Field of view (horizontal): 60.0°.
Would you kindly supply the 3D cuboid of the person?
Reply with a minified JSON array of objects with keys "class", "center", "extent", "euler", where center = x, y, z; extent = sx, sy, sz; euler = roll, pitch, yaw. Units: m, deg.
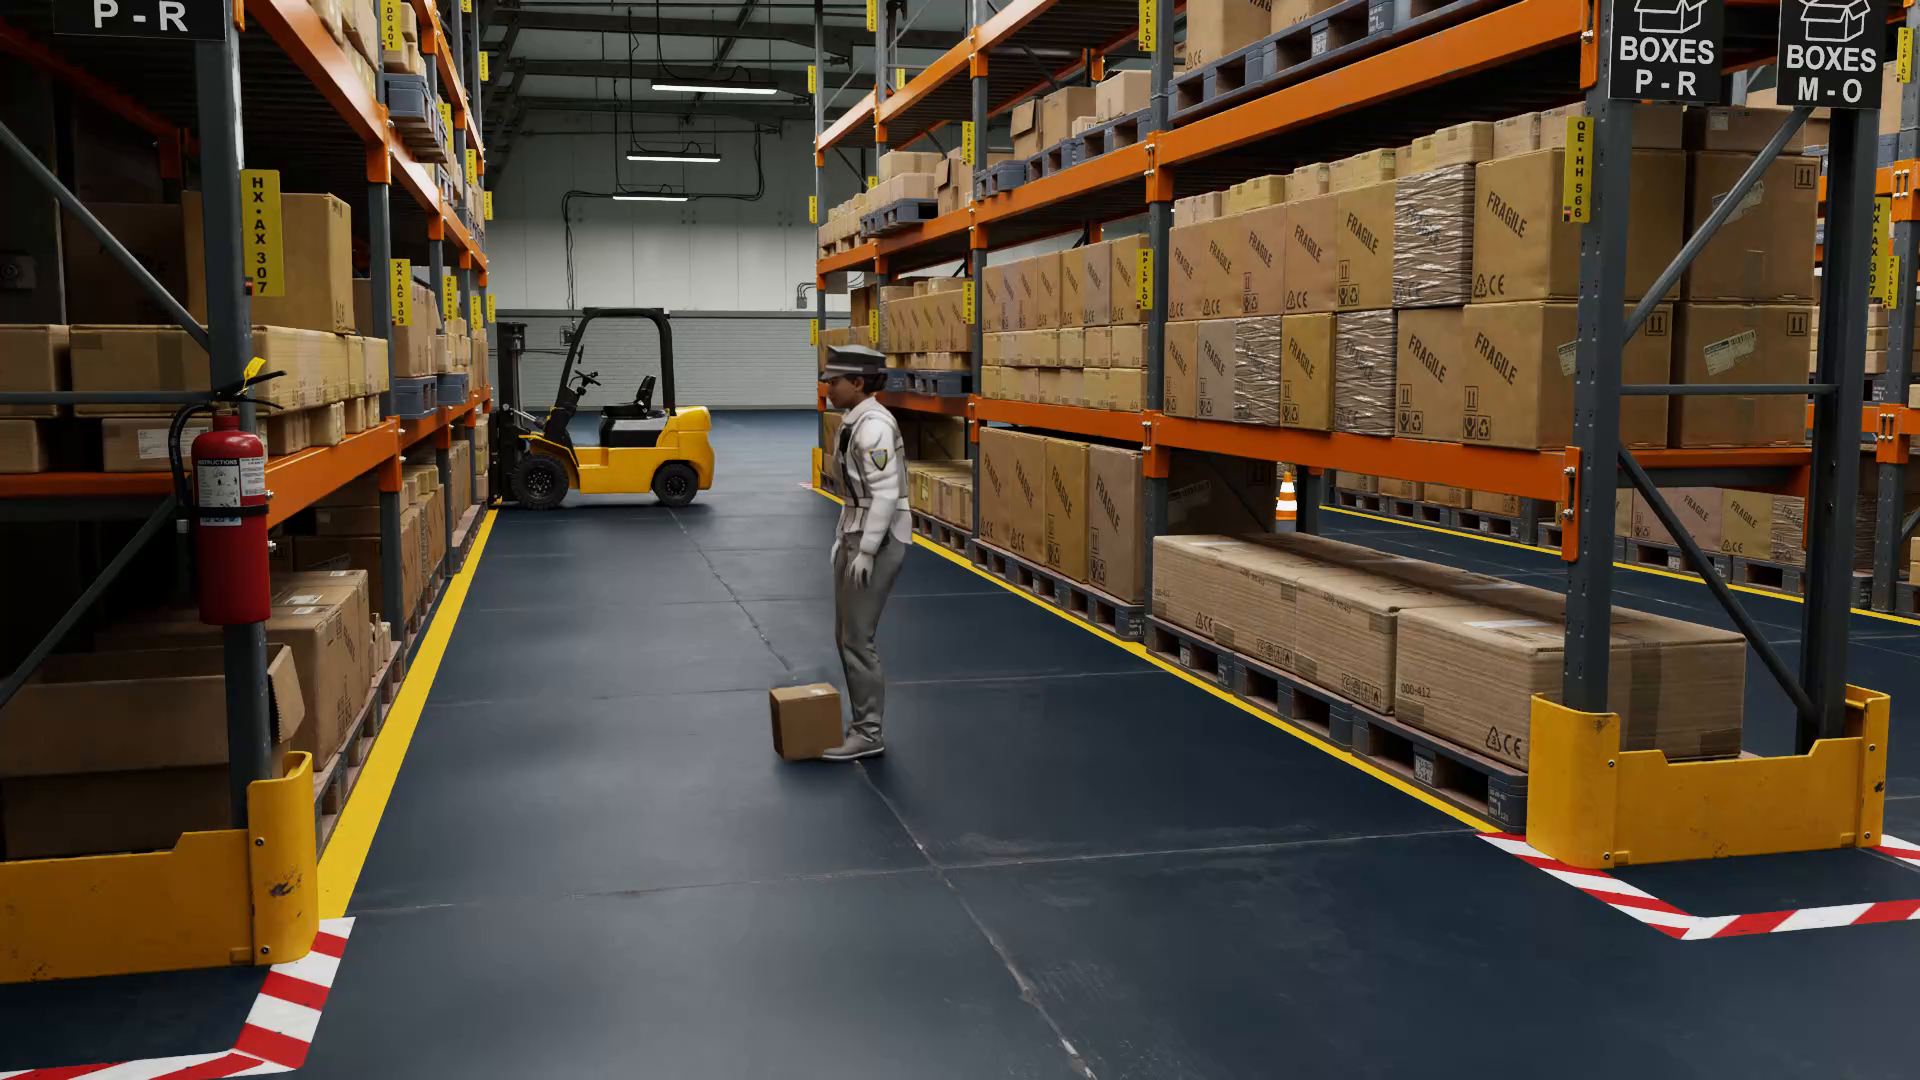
[{"class":"person","center":[-0.408,0.046,6.745],"extent":[0.413,1.662,0.524],"euler":[-2,6,-16]}]
